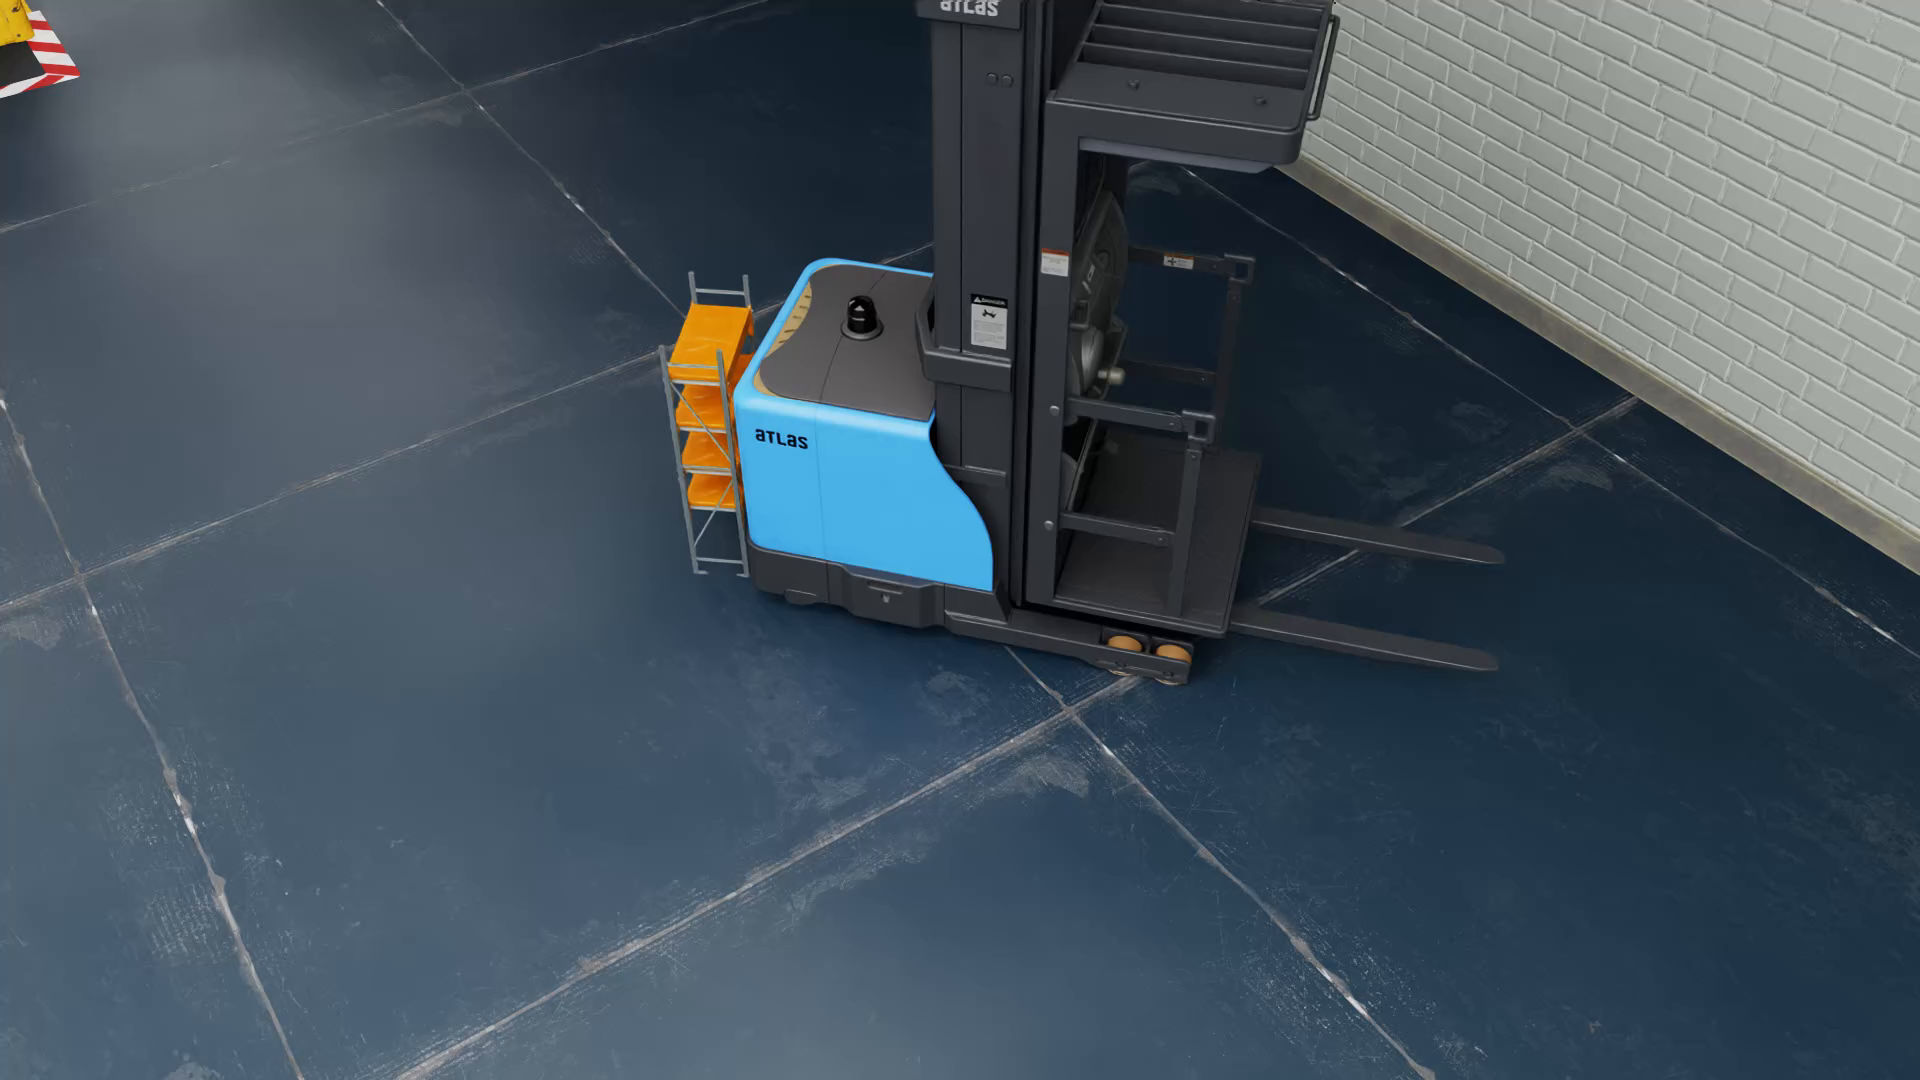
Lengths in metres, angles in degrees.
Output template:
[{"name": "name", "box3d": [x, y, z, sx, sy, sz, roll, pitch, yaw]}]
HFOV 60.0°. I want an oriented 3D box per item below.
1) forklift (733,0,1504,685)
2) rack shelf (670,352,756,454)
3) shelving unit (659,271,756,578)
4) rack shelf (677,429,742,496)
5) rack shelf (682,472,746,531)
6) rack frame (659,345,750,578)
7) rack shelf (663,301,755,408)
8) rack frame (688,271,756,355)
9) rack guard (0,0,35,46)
[{"name": "forklift", "box3d": [0.696, -0.891, 6.052, 3.031, 2.935, 1.130, 10, 45, 11]}, {"name": "rack shelf", "box3d": [-0.988, -0.568, 6.740, 0.258, 0.148, 0.480, 4, 44, 5]}, {"name": "shelving unit", "box3d": [-0.988, -0.455, 6.848, 0.258, 1.200, 0.503, 4, 44, 5]}, {"name": "rack shelf", "box3d": [-0.988, -0.406, 6.895, 0.258, 0.148, 0.480, 4, 44, 5]}, {"name": "rack shelf", "box3d": [-0.988, -0.262, 7.032, 0.258, 0.148, 0.480, 4, 44, 5]}, {"name": "rack frame", "box3d": [-1.015, -0.287, 6.673, 0.240, 1.200, 0.015, 4, 44, 5]}, {"name": "rack shelf", "box3d": [-0.988, -0.739, 6.577, 0.258, 0.148, 0.480, 4, 44, 5]}, {"name": "rack frame", "box3d": [-0.961, -0.622, 7.024, 0.240, 1.200, 0.015, 4, 44, 5]}, {"name": "rack guard", "box3d": [-6.459, -3.249, 10.282, 1.175, 0.500, 0.348, -26, 49, -24]}]
